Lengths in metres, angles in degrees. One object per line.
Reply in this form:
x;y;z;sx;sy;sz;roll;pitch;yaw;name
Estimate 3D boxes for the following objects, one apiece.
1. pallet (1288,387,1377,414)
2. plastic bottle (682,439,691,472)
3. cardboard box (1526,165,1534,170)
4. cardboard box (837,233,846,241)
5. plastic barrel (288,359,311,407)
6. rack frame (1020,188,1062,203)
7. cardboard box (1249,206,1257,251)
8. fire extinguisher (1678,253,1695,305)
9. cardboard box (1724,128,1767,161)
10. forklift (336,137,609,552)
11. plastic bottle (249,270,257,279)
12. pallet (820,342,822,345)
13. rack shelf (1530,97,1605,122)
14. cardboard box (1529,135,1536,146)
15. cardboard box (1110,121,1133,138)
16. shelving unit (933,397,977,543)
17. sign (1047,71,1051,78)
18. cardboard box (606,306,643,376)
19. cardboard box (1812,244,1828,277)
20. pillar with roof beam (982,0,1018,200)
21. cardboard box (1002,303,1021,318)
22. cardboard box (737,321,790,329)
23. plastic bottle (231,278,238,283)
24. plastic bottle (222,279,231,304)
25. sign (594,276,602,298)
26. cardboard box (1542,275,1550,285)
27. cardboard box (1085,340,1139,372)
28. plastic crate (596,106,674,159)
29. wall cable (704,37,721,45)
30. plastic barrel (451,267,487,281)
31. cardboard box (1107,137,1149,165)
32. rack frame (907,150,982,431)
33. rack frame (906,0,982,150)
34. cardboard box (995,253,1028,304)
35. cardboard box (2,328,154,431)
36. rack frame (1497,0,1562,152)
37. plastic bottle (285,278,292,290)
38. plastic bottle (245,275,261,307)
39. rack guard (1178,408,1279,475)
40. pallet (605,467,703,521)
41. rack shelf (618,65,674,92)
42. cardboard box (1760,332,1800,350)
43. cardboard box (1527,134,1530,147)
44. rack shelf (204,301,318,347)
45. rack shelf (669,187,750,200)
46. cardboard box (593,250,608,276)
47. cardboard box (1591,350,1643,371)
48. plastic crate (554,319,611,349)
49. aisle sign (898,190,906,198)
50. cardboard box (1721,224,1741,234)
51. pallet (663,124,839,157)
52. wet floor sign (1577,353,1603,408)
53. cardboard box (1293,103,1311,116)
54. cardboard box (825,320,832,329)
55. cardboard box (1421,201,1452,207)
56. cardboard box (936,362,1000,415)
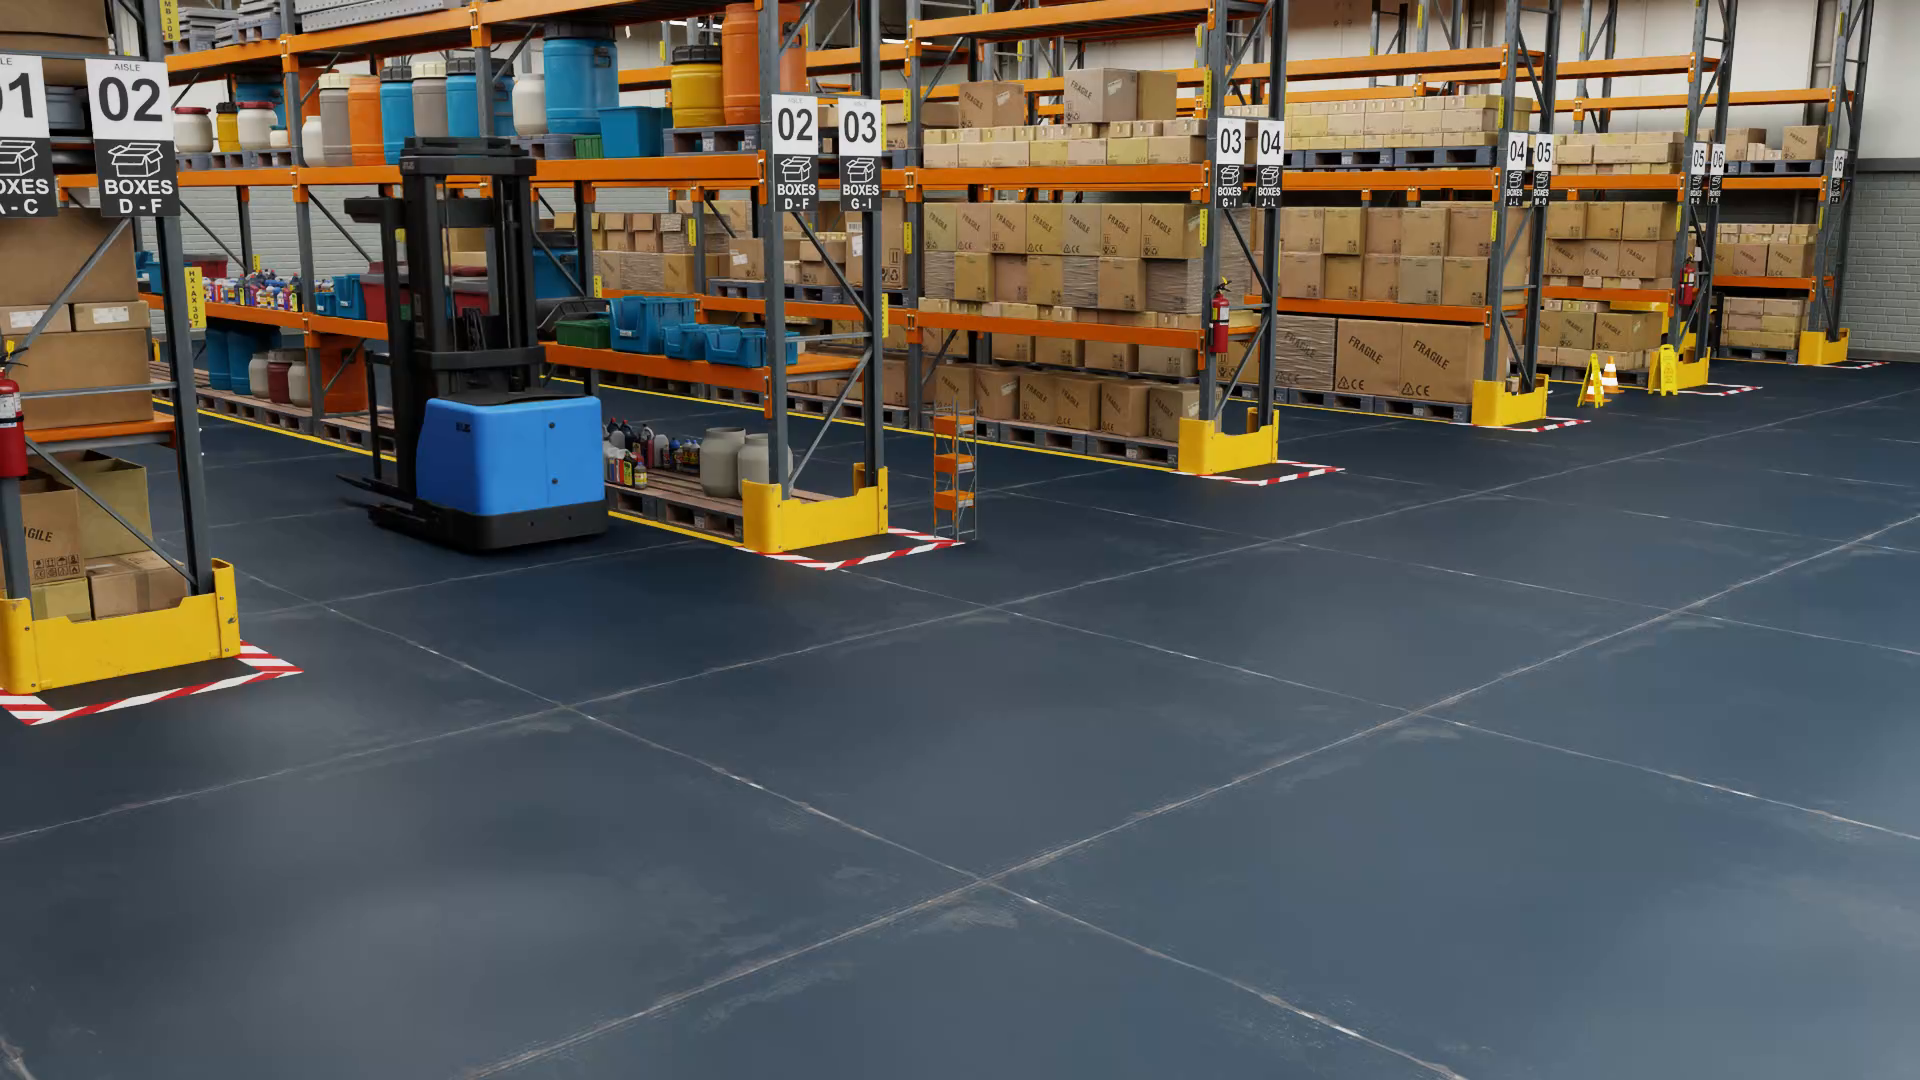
4.813;-1.752;20.395;1.003;0.211;1.213;-11;16;-43;pallet
-2.311;-0.720;14.142;0.097;0.271;0.097;0;12;0;plastic bottle
8.112;-5.164;23.230;0.380;0.149;0.250;-11;16;-42;cardboard box
-1.715;-4.761;26.192;0.380;0.149;0.250;-11;16;-42;cardboard box
-7.308;-1.762;18.653;0.421;0.512;0.421;0;12;0;plastic barrel
1.484;-5.290;30.656;1.000;3.000;0.127;-11;16;-43;rack frame
3.728;-3.962;21.160;0.875;0.550;0.550;-11;16;-43;cardboard box
9.516;-3.420;21.770;0.296;0.674;0.183;-11;16;-43;fire extinguisher
12.241;-6.198;26.092;0.700;0.500;0.500;-11;16;-42;cardboard box
-3.983;-1.587;12.852;1.130;2.935;3.031;-10;16;-41;forklift
-8.499;-3.086;20.081;0.144;0.351;0.185;-11;16;-43;plastic bottle
-2.516;-3.313;27.969;1.003;0.211;1.213;-11;16;-43;pallet
9.215;-7.497;29.273;1.077;0.370;4.000;-11;16;-43;rack shelf
8.123;-5.553;23.142;0.380;0.149;0.250;-10;16;-41;cardboard box
1.632;-3.858;15.655;0.380;0.149;0.250;-11;16;-42;cardboard box
-0.037;-0.522;12.344;0.215;1.050;0.252;-11;16;-43;shelving unit
1.916;-9.925;35.775;0.100;0.325;0.005;-11;16;-43;sign
-3.993;-2.725;22.431;1.225;0.875;0.875;-11;16;-42;cardboard box
13.217;-4.391;26.044;0.500;0.500;0.500;-10;15;-41;cardboard box
-2.015;-9.424;35.852;9.100;9.000;0.548;-11;16;-43;pillar with roof beam
0.653;-2.366;17.087;0.380;0.149;0.250;-11;16;-43;cardboard box
-2.437;-2.590;20.797;0.500;0.250;0.500;-10;15;-40;cardboard box
-8.472;-2.924;19.477;0.152;0.276;0.135;-11;16;-43;plastic bottle
-8.422;-2.869;19.210;0.152;0.276;0.135;-11;16;-43;plastic bottle
-3.336;-2.262;15.272;0.100;0.325;0.005;-11;16;-43;sign
8.316;-3.667;23.397;0.380;0.149;0.250;-11;16;-43;cardboard box
2.341;-2.741;22.819;1.050;0.750;0.750;-11;16;-43;cardboard box
-2.514;-3.165;12.948;0.392;0.384;0.575;-11;16;-43;plastic crate
-5.411;-9.603;36.723;0.463;3.000;0.029;-11;16;-43;wall cable
-4.750;-2.395;16.268;0.433;0.535;0.433;0;12;0;plastic barrel
1.740;-3.661;15.686;0.500;0.250;0.500;-11;16;-42;cardboard box
-0.159;-2.742;18.286;1.000;3.000;0.127;-11;16;-43;rack frame
-0.159;-5.680;17.681;1.000;3.000;0.127;-11;16;-43;rack frame
0.845;-2.725;17.221;0.875;0.500;0.500;-11;16;-43;cardboard box
-4.877;-0.897;9.084;0.700;0.500;0.500;-11;16;-43;cardboard box
6.260;-5.773;18.130;1.000;3.000;0.127;-11;16;-43;rack frame
-7.906;-2.966;19.679;0.152;0.276;0.135;-11;16;-43;plastic bottle
-7.961;-2.807;18.723;0.144;0.351;0.185;-11;16;-43;plastic bottle
2.551;-0.945;15.759;1.175;0.500;0.348;-11;16;-43;rack guard
-2.461;-0.404;13.849;1.003;0.211;1.213;-11;16;-43;pallet
-4.303;-6.008;22.044;1.077;0.370;4.000;-11;16;-43;rack shelf
12.805;-3.115;25.870;0.500;0.250;0.500;-11;16;-42;cardboard box
6.255;-4.530;18.866;0.380;0.149;0.250;-11;16;-42;cardboard box
-7.885;-2.575;19.259;1.077;0.370;4.000;-11;16;-43;rack shelf
-3.408;-5.994;28.423;1.077;0.370;4.000;-11;16;-43;rack shelf
-4.854;-3.710;22.738;0.500;0.500;0.500;11;16;44;cardboard box
9.001;-2.482;22.798;0.500;0.250;0.500;-11;16;-43;cardboard box
-3.008;-1.710;13.805;0.450;0.188;0.662;-11;16;-43;plastic crate
-1.104;-7.201;33.488;0.394;0.787;0.004;-11;16;-43;aisle sign
12.187;-4.902;26.178;0.380;0.149;0.250;-10;16;-41;cardboard box
-1.480;-2.979;12.471;1.003;0.211;1.213;-11;16;-43;pallet
7.712;-1.953;20.292;0.232;0.644;0.267;8;14;35;wet floor sign
4.209;-5.161;19.950;0.380;0.149;0.250;-11;16;-42;cardboard box
-2.046;-3.638;27.925;0.380;0.149;0.250;-10;15;-40;cardboard box
7.155;-4.713;24.390;0.700;0.500;0.500;-11;16;-43;cardboard box
0.088;-1.659;18.185;0.500;0.500;0.500;11;16;43;cardboard box
